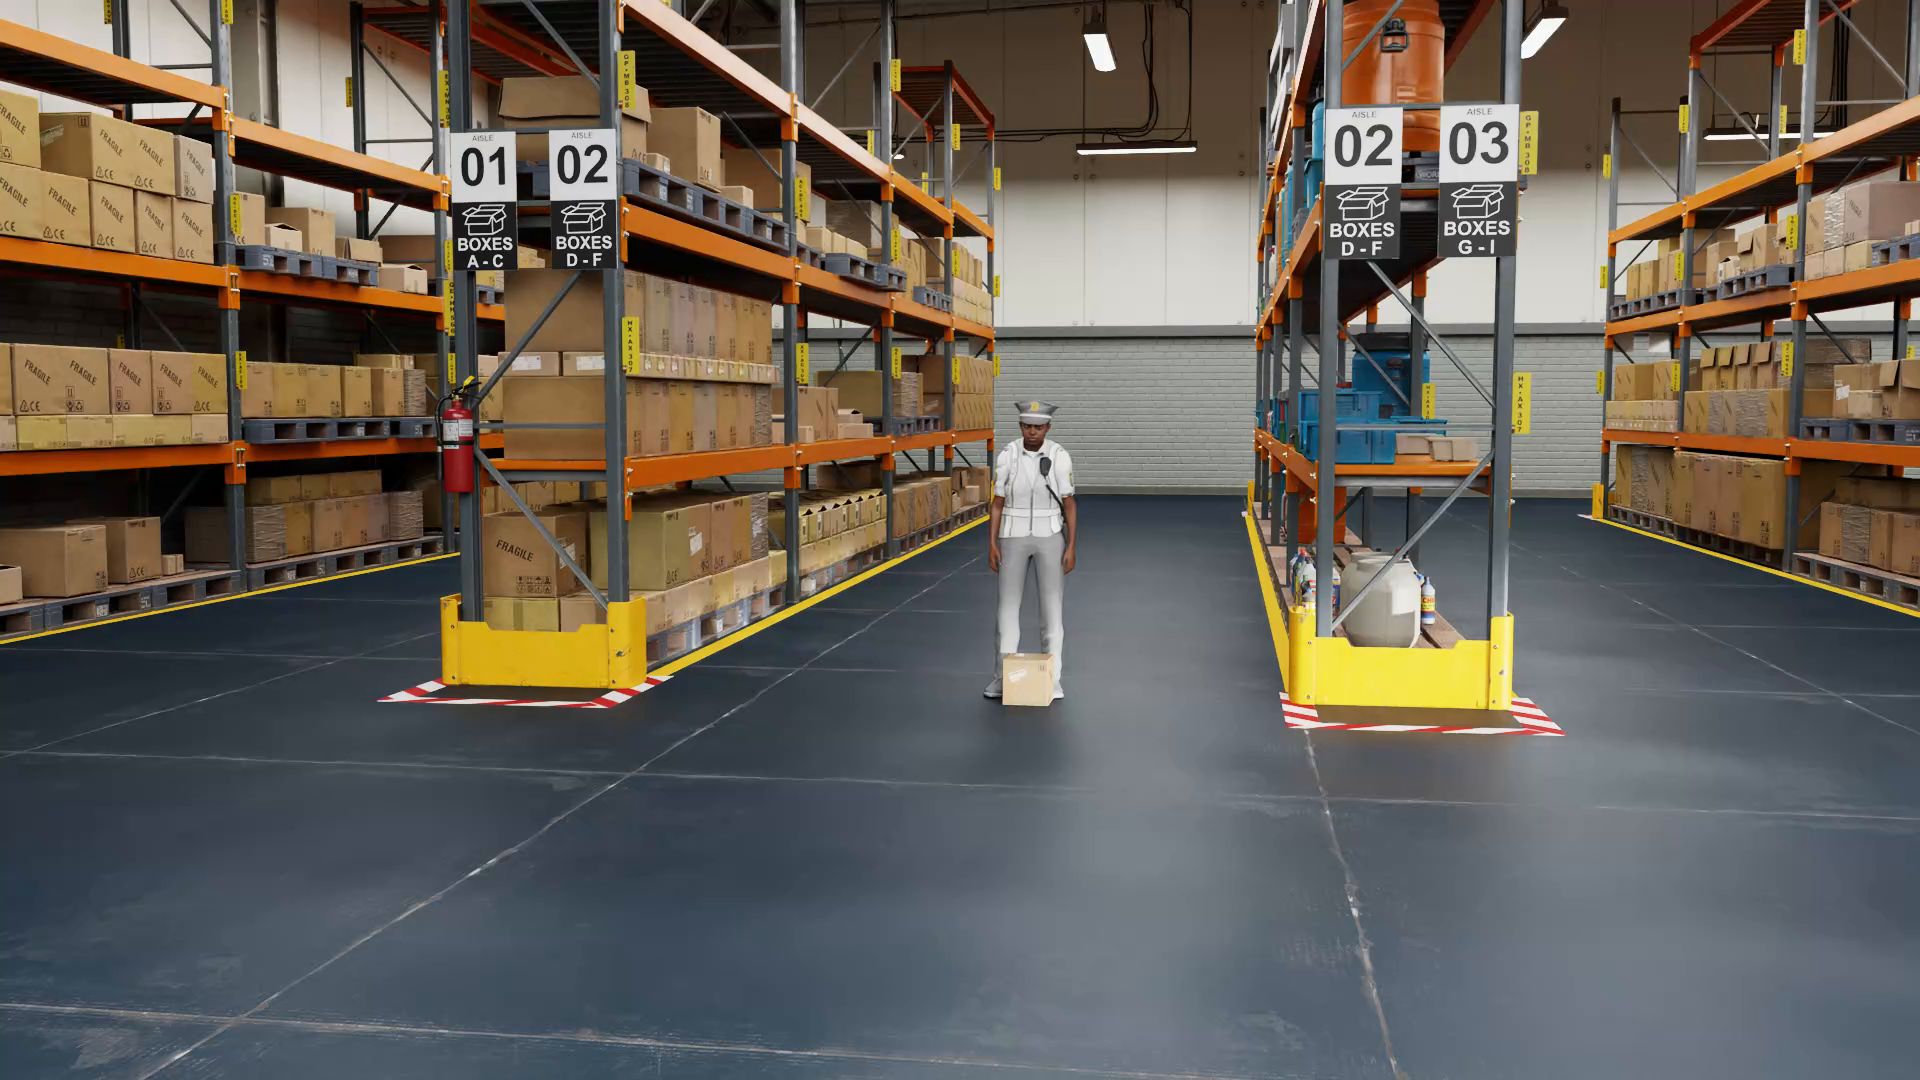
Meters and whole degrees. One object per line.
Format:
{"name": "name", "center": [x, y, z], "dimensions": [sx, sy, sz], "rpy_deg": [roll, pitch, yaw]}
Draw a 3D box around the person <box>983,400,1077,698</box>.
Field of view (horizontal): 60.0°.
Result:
{"name": "person", "center": [0.399, 0.047, 9.324], "dimensions": [0.512, 1.657, 0.399], "rpy_deg": [1, 5, 8]}
